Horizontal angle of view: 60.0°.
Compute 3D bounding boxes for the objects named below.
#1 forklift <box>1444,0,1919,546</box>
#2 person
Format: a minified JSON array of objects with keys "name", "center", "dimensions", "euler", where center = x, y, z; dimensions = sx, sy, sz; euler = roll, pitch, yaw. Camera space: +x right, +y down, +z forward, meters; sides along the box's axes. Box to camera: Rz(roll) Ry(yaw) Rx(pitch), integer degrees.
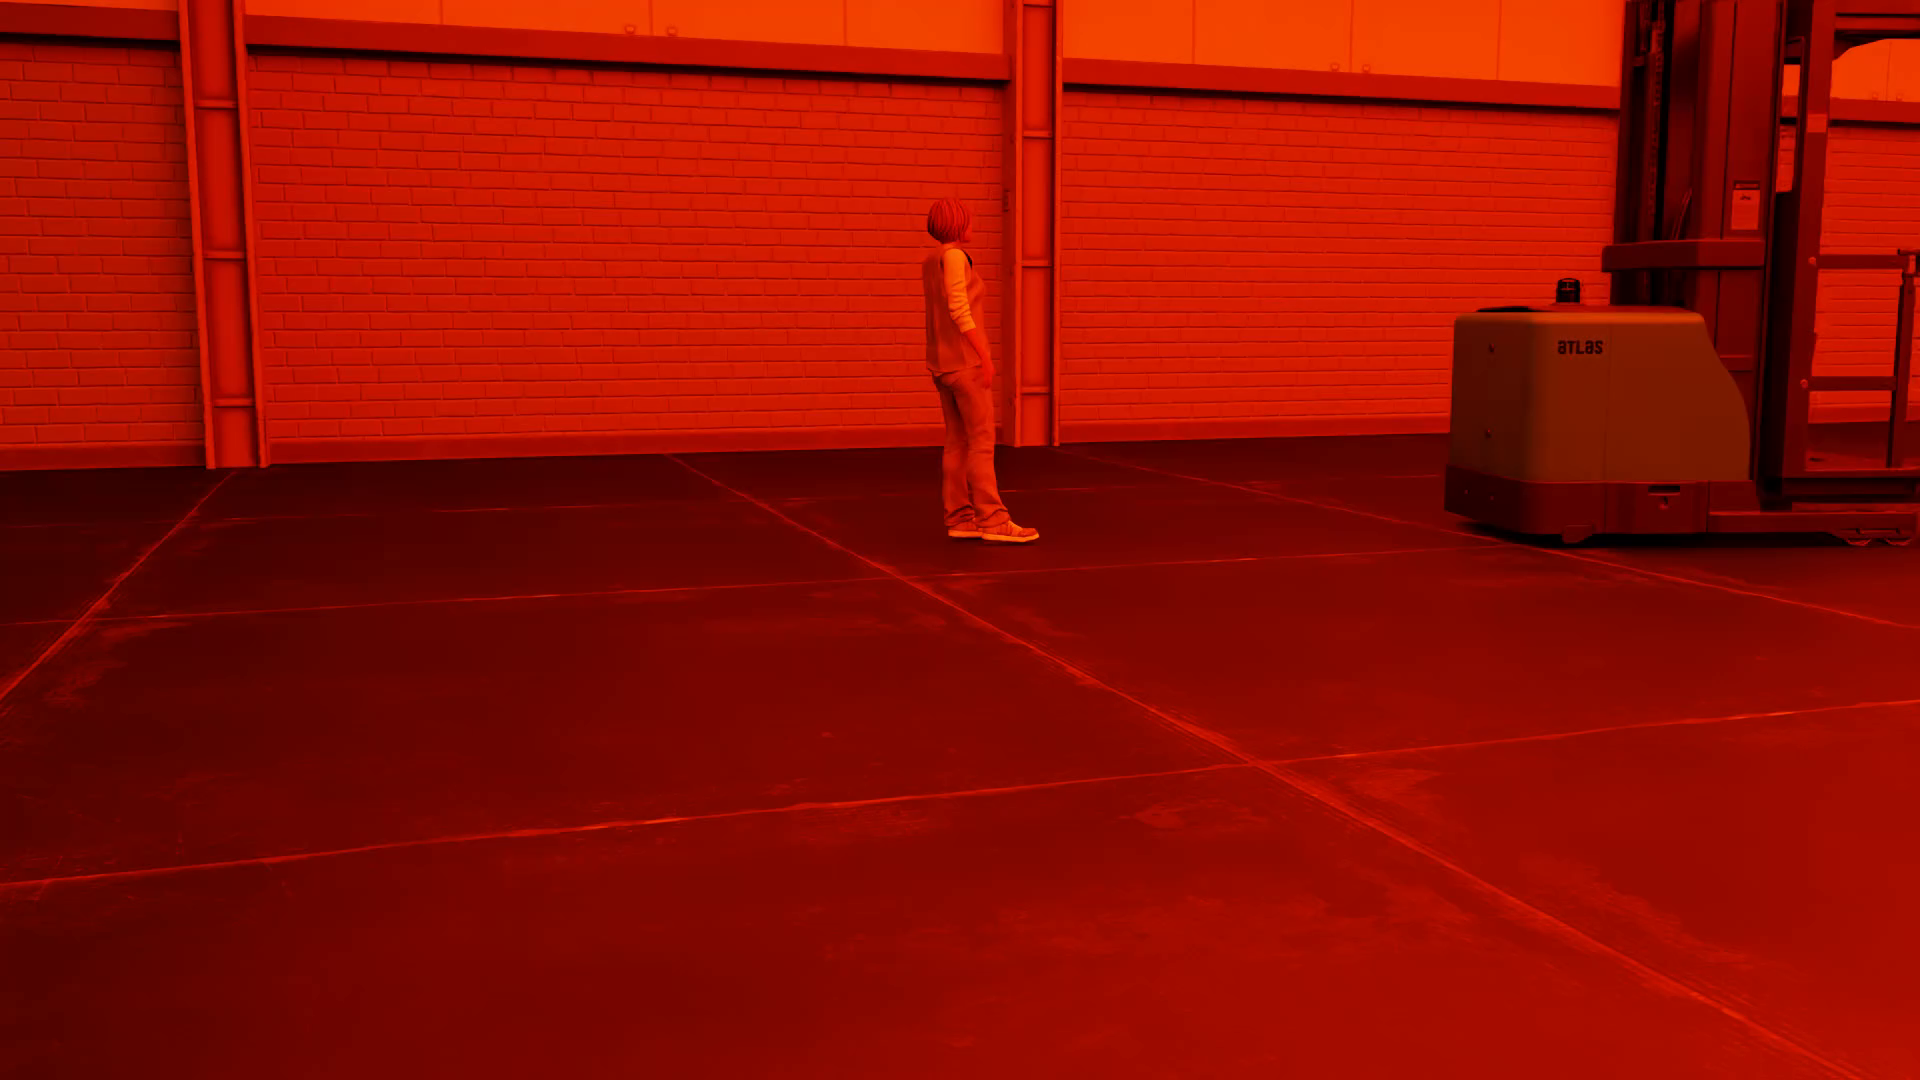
[{"name":"forklift","center":[4.025,-1.493,8.027],"dimensions":[3.031,2.935,1.130],"euler":[-1,8,-5]},{"name":"person","center":[0.075,-0.800,7.825],"dimensions":[0.473,1.599,0.520],"euler":[-3,8,-18]}]
